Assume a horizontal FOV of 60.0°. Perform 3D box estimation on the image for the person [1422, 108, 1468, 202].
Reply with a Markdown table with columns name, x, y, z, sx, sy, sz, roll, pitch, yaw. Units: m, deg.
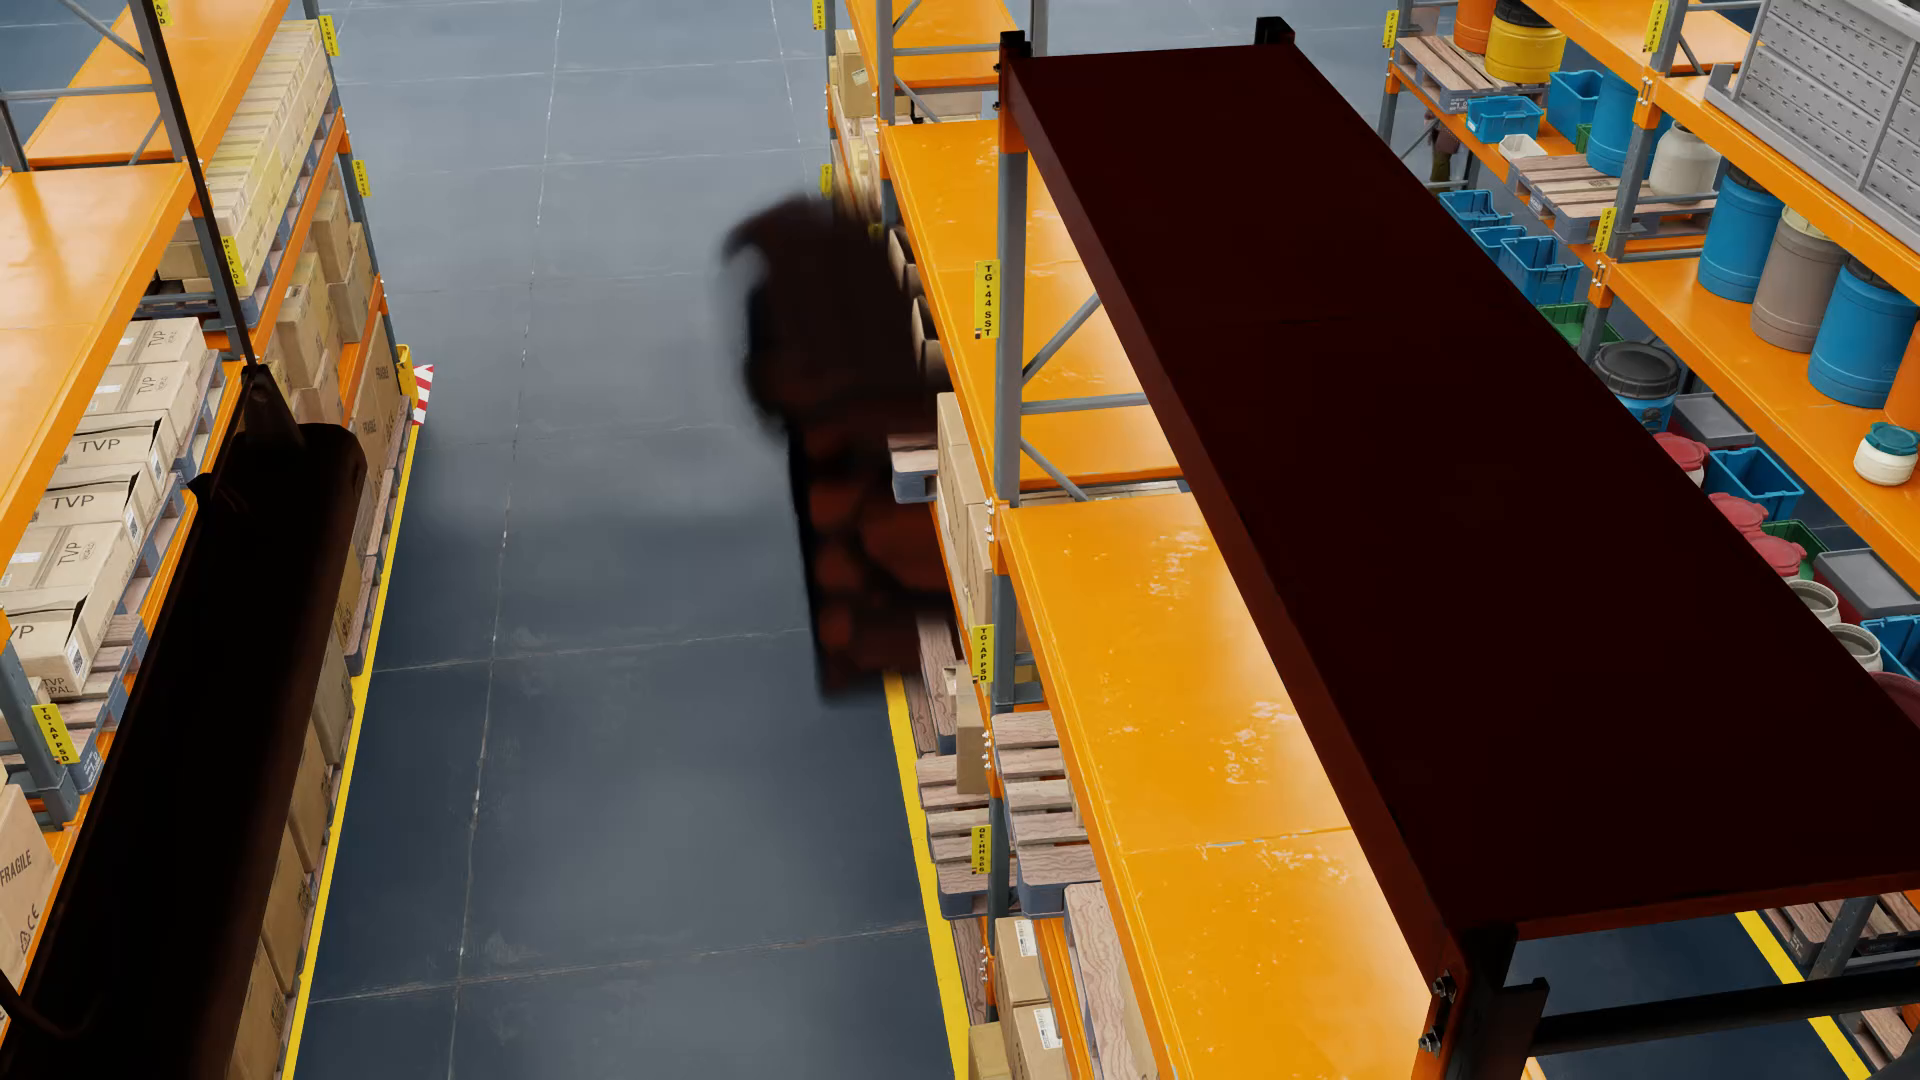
| name | x | y | z | sx | sy | sz | roll | pitch | yaw |
| --- | --- | --- | --- | --- | --- | --- | --- | --- | --- |
| person | 5.187 | -4.463 | 18.042 | 0.618 | 1.784 | 0.627 | -12 | 38 | -15 |
